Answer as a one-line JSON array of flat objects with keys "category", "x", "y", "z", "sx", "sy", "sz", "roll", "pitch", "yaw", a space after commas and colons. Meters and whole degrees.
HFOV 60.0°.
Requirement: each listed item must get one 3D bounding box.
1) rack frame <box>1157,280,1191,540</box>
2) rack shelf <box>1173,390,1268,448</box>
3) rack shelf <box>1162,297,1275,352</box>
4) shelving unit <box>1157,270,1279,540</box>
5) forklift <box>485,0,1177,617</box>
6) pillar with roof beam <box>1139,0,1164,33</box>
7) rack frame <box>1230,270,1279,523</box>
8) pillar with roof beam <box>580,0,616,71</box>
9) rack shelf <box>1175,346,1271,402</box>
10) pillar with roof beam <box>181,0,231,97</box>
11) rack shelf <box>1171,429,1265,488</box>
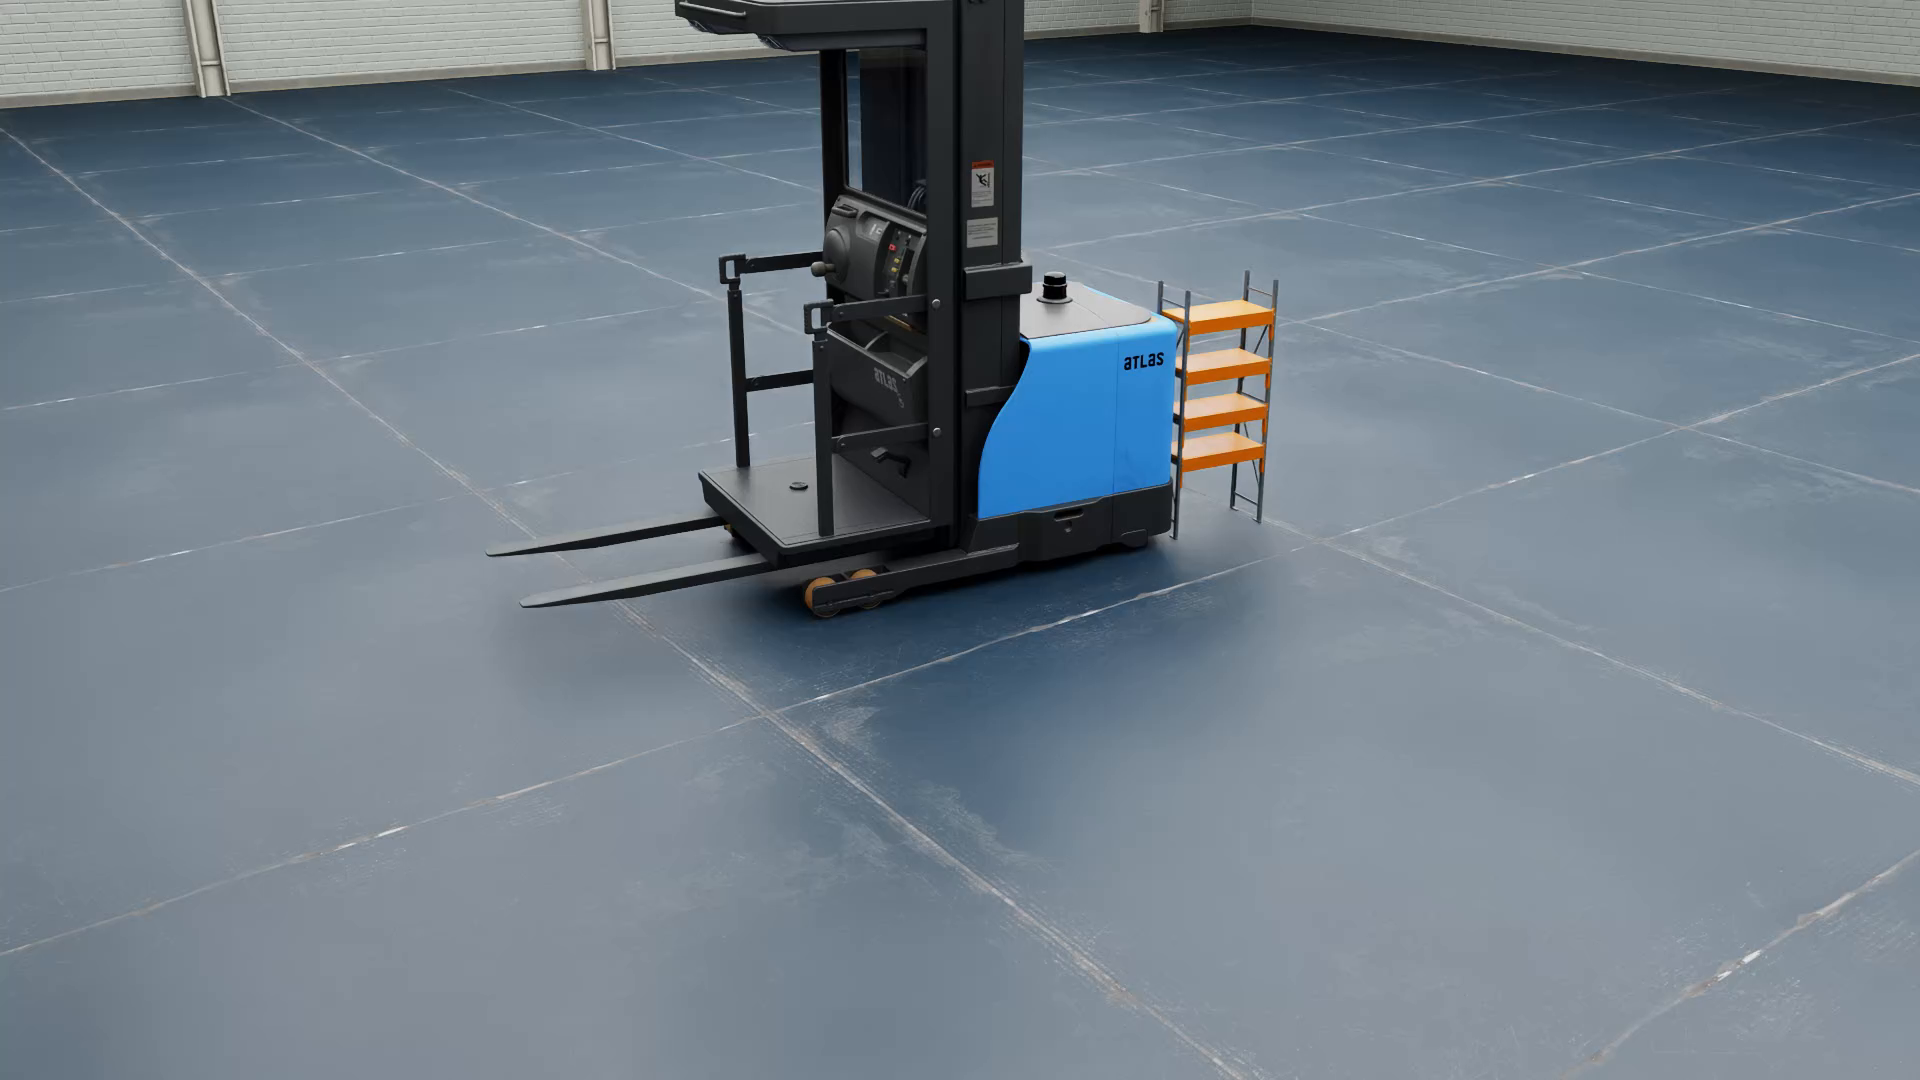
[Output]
[{"category": "rack frame", "x": 0.975, "y": -0.599, "z": 7.778, "sx": 0.015, "sy": 1.200, "sz": 0.240, "roll": -11, "pitch": 24, "yaw": -25}, {"category": "rack shelf", "x": 1.191, "y": -0.578, "z": 7.907, "sx": 0.480, "sy": 0.148, "sz": 0.258, "roll": -11, "pitch": 24, "yaw": -25}, {"category": "rack shelf", "x": 1.191, "y": -1.005, "z": 7.736, "sx": 0.480, "sy": 0.148, "sz": 0.258, "roll": -11, "pitch": 24, "yaw": -25}, {"category": "shelving unit", "x": 1.191, "y": -0.640, "z": 7.882, "sx": 0.503, "sy": 1.200, "sz": 0.258, "roll": -11, "pitch": 24, "yaw": -25}, {"category": "forklift", "x": -0.553, "y": -1.255, "z": 7.087, "sx": 3.031, "sy": 2.935, "sz": 1.130, "roll": -11, "pitch": 24, "yaw": -25}, {"category": "pillar with roof beam", "x": 6.381, "y": -13.185, "z": 28.797, "sx": 0.400, "sy": 9.000, "sz": 9.100, "roll": -15, "pitch": 26, "yaw": -33}, {"category": "rack frame", "x": 1.408, "y": -0.682, "z": 7.985, "sx": 0.015, "sy": 1.200, "sz": 0.240, "roll": -11, "pitch": 24, "yaw": -25}, {"category": "pillar with roof beam", "x": -3.360, "y": -10.588, "z": 22.288, "sx": 0.400, "sy": 9.000, "sz": 9.100, "roll": -15, "pitch": 26, "yaw": -33}, {"category": "rack shelf", "x": 1.191, "y": -0.785, "z": 7.824, "sx": 0.480, "sy": 0.148, "sz": 0.258, "roll": -11, "pitch": 24, "yaw": -25}, {"category": "pillar with roof beam", "x": -8.231, "y": -9.289, "z": 19.033, "sx": 0.400, "sy": 9.000, "sz": 9.100, "roll": -15, "pitch": 26, "yaw": -33}, {"category": "rack shelf", "x": 1.191, "y": -0.393, "z": 7.980, "sx": 0.480, "sy": 0.148, "sz": 0.258, "roll": -11, "pitch": 24, "yaw": -25}]
